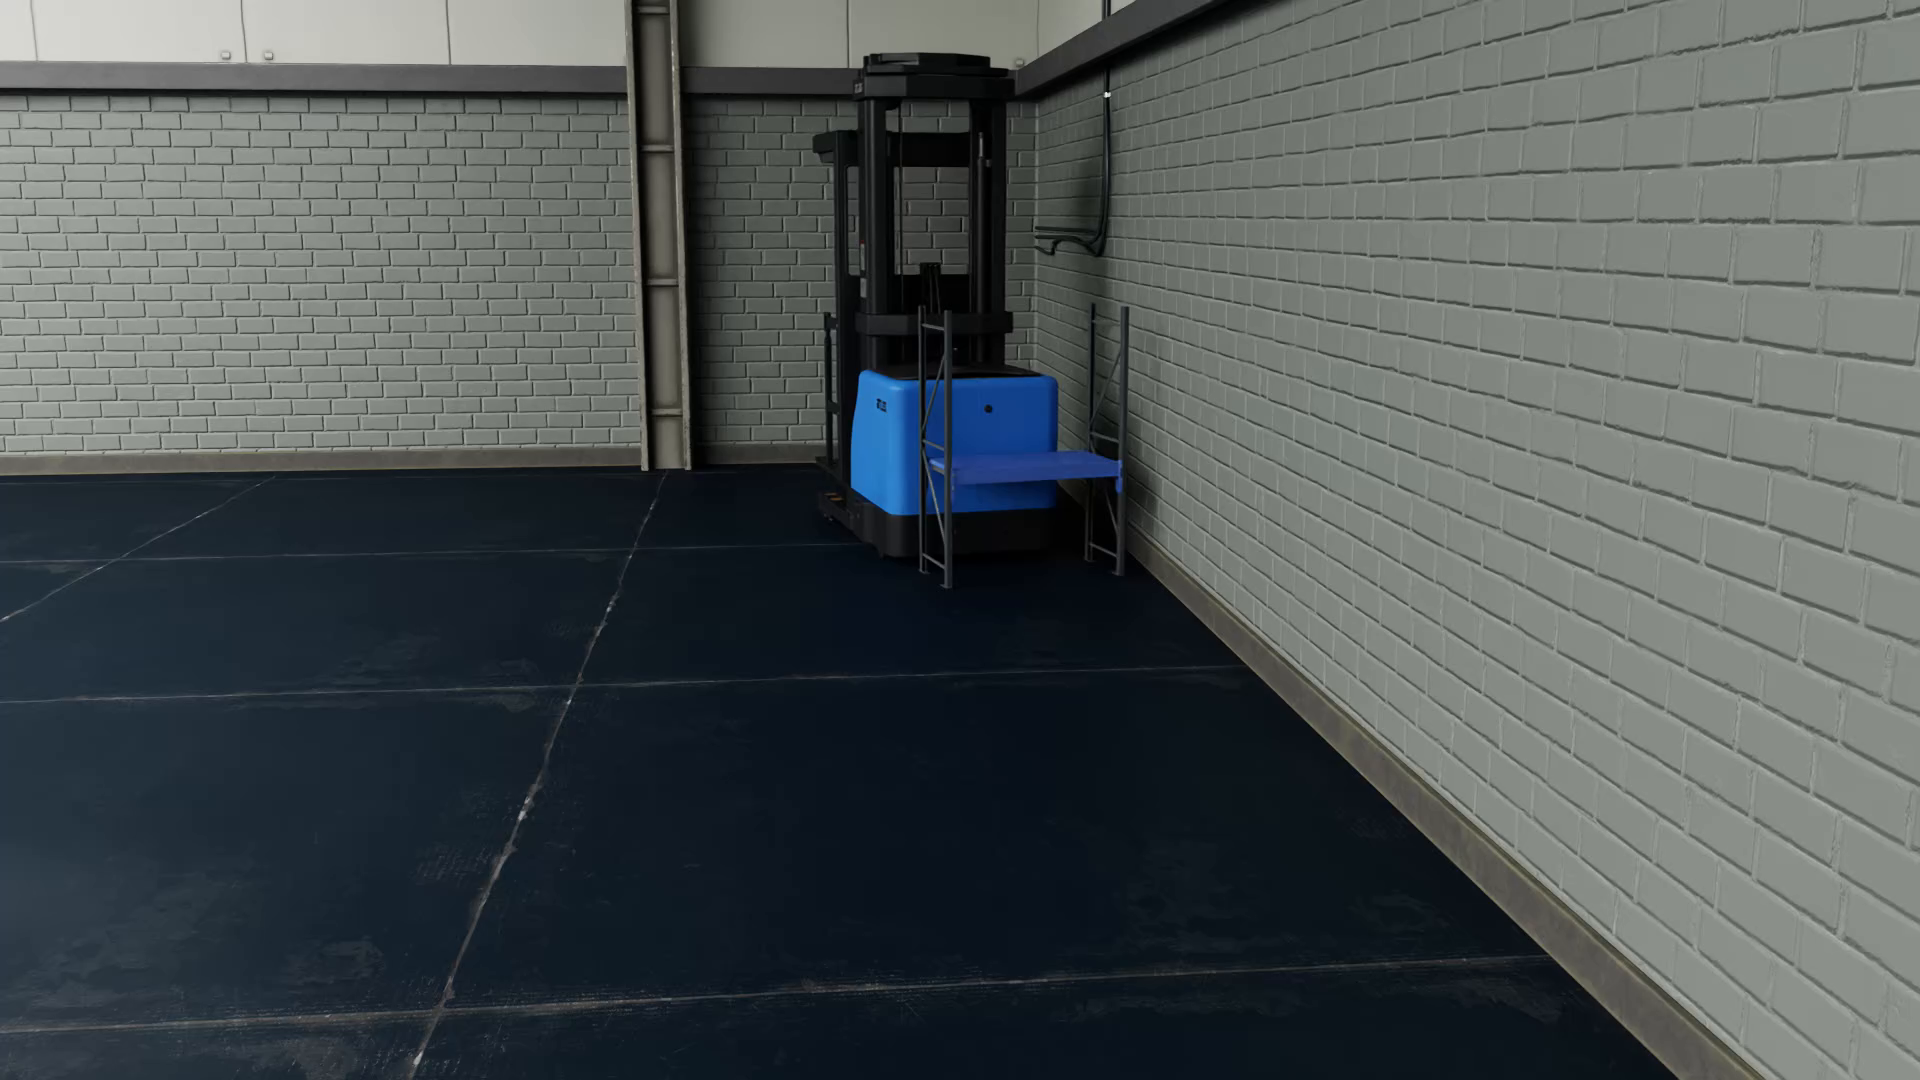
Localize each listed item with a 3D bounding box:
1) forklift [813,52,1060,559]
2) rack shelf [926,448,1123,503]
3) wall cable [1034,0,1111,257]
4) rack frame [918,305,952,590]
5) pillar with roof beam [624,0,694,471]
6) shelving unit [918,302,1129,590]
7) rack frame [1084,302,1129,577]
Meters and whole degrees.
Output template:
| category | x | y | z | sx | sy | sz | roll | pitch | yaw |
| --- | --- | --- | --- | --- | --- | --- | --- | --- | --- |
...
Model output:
| category | x | y | z | sx | sy | sz | roll | pitch | yaw |
| --- | --- | --- | --- | --- | --- | --- | --- | --- | --- |
| forklift | -0.319 | -1.572 | 10.767 | 1.130 | 2.935 | 3.031 | -3 | 12 | -16 |
| rack shelf | 0.345 | -0.369 | 9.287 | 1.000 | 0.185 | 0.538 | -4 | 12 | -18 |
| wall cable | 0.731 | -3.283 | 11.791 | 0.112 | 2.526 | 3.097 | -1 | 11 | -6 |
| rack frame | -0.136 | -0.514 | 9.093 | 0.032 | 1.500 | 0.500 | -4 | 12 | -18 |
| pillar with roof beam | -1.876 | -4.174 | 8.270 | 0.400 | 9.000 | 9.100 | -1 | 11 | -6 |
| shelving unit | 0.345 | -0.545 | 9.252 | 1.048 | 1.500 | 0.538 | -4 | 12 | -18 |
| rack frame | 0.827 | -0.576 | 9.412 | 0.032 | 1.500 | 0.500 | -4 | 12 | -18 |
